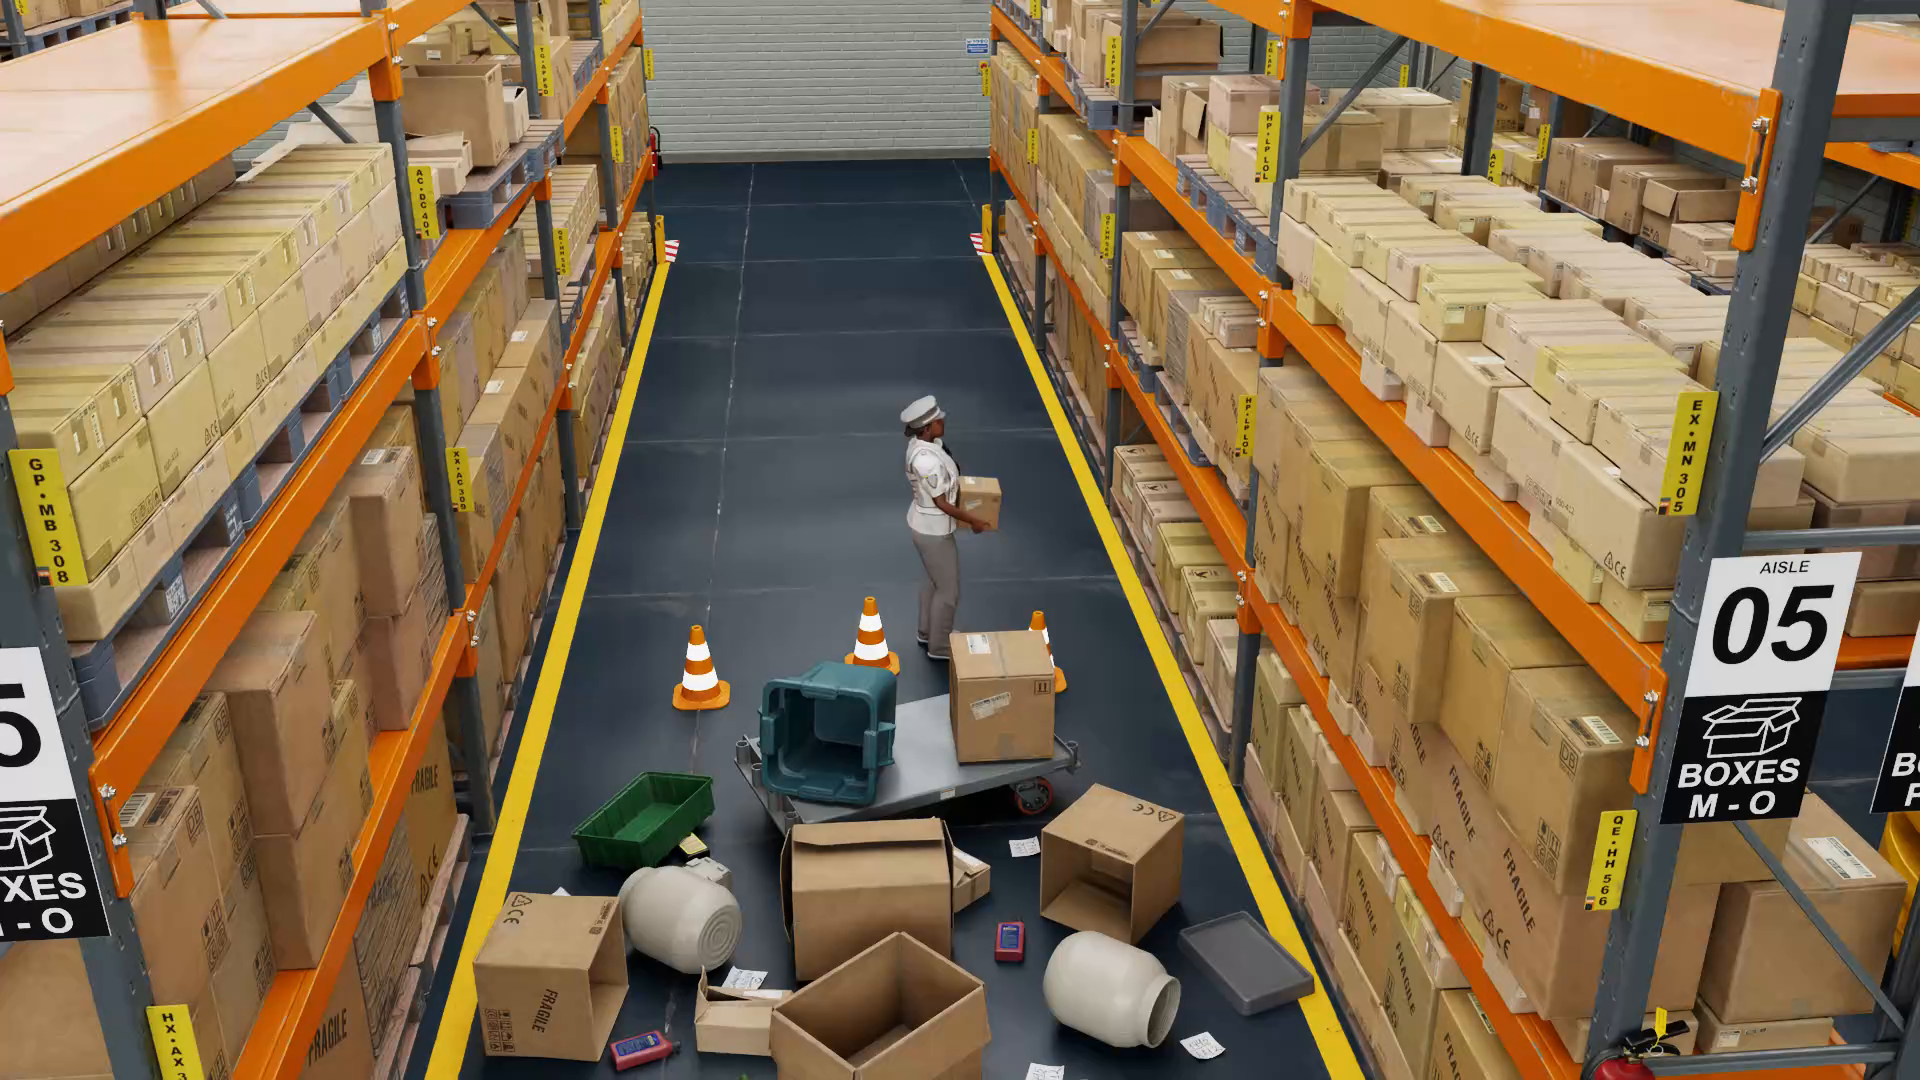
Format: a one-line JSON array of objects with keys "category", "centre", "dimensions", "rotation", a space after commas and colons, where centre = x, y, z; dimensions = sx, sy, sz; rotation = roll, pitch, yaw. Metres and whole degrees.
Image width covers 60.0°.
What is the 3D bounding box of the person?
[{"category": "person", "centre": [-0.085, -0.075, 10.243], "dimensions": [0.540, 1.682, 0.449], "rotation": [-2, 24, -5]}]
